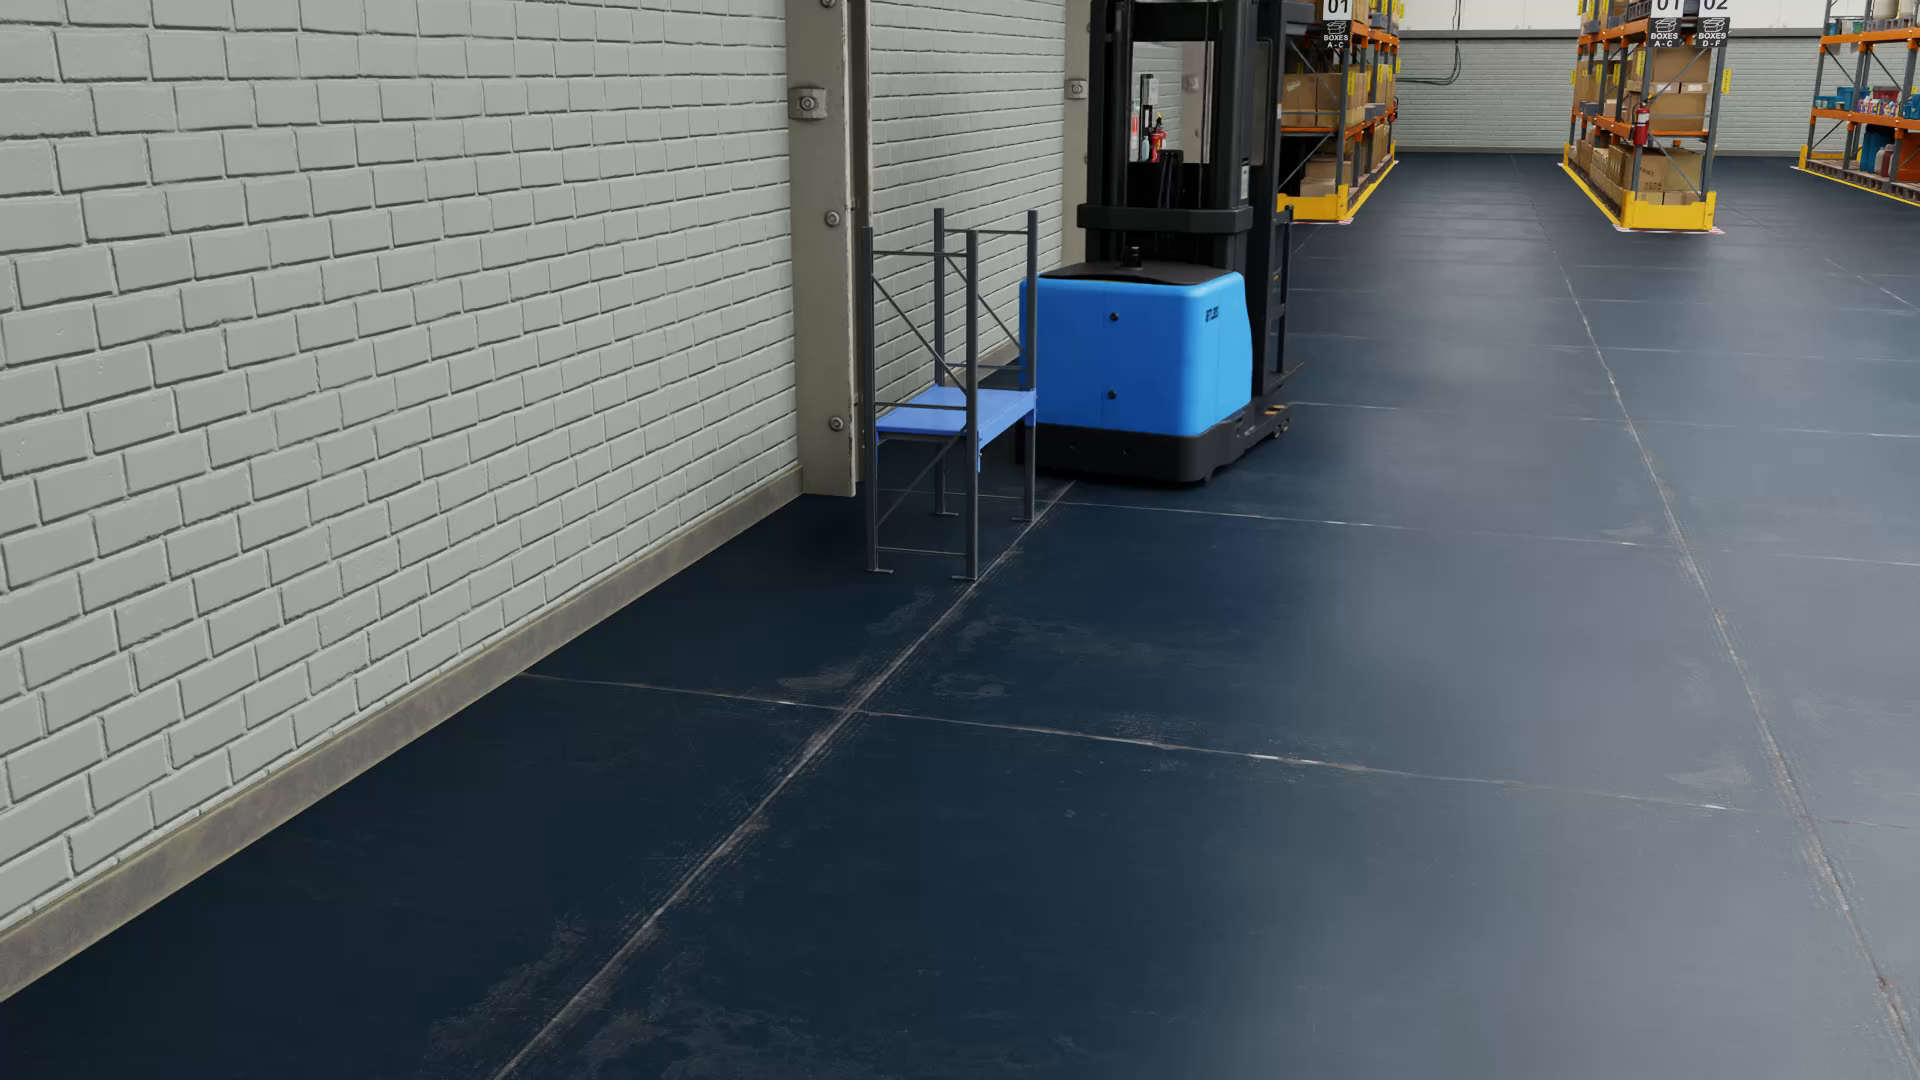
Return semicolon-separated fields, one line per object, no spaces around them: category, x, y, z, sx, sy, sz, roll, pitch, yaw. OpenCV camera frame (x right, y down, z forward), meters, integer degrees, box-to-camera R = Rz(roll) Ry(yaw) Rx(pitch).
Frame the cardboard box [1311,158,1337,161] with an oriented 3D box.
cardboard box;5.975;-5.970;27.157;0.500;0.500;0.500;3;16;12

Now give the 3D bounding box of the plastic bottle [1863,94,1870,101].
plastic bottle;17.582;-8.460;32.248;0.144;0.351;0.185;5;16;16

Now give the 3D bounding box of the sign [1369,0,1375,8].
sign;6.754;-8.888;27.223;0.100;0.325;0.005;5;16;16

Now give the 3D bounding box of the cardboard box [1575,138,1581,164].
cardboard box;13.146;-8.126;34.756;0.500;0.500;0.500;5;16;16

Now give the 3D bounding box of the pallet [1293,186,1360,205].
pallet;6.075;-5.716;27.595;1.003;0.211;1.213;5;16;16

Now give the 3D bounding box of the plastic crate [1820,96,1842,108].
plastic crate;18.568;-9.344;35.474;0.416;0.233;0.300;5;16;16

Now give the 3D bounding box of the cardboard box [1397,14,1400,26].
cardboard box;9.688;-11.784;37.705;0.500;0.250;0.500;5;17;18

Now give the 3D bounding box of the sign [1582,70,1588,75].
sign;12.733;-9.402;33.895;0.100;0.325;0.005;5;16;16

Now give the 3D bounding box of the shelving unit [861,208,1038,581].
shelving unit;-0.024;-0.699;7.546;0.538;1.500;1.048;5;16;16

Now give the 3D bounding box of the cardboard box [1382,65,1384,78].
cardboard box;8.174;-9.349;33.153;0.500;0.250;0.500;4;16;15

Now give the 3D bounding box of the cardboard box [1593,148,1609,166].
cardboard box;11.547;-6.796;29.534;0.500;0.311;0.500;4;16;14

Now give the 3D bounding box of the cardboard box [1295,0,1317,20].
cardboard box;4.971;-7.819;24.183;0.500;0.500;0.500;6;17;20

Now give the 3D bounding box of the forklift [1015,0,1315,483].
forklift;1.383;-2.067;9.744;1.130;2.935;3.031;7;17;24

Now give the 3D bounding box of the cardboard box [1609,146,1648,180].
cardboard box;10.416;-5.864;25.903;0.500;0.500;0.500;5;16;16

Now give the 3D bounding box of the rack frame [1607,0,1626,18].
rack frame;12.119;-10.786;29.364;1.000;3.000;0.127;5;16;16

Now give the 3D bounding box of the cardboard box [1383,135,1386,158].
cardboard box;9.110;-8.781;37.104;0.700;0.500;0.500;5;17;17

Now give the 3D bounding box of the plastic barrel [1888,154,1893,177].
plastic barrel;17.065;-6.803;30.108;0.421;0.512;0.421;0;16;0

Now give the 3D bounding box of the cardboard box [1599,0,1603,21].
cardboard box;13.042;-10.561;32.934;0.600;0.600;0.600;3;16;11

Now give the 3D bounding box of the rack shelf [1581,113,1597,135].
rack shelf;12.687;-8.077;32.125;1.077;0.370;4.000;5;16;16

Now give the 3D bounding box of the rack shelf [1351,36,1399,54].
rack shelf;9.074;-10.949;36.756;1.077;0.370;4.000;5;16;16

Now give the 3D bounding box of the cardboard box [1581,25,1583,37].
cardboard box;13.848;-11.119;36.311;0.500;0.250;0.500;5;16;16

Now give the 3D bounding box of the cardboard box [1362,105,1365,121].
cardboard box;6.388;-7.026;27.342;0.500;0.250;0.500;5;16;16

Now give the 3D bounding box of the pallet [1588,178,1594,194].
pallet;11.848;-6.345;29.814;1.003;0.211;1.213;5;16;16

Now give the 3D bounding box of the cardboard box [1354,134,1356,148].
cardboard box;6.992;-7.316;30.525;0.500;0.250;0.500;5;17;17

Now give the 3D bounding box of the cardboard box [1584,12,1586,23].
cardboard box;13.712;-11.228;35.780;0.500;0.250;0.500;5;16;16

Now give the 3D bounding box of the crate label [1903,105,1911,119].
crate label;16.388;-7.353;28.561;0.303;0.233;0.416;5;16;16

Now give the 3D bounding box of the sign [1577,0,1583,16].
sign;13.872;-11.898;37.181;0.100;0.325;0.005;5;16;16

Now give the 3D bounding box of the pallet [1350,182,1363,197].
pallet;6.452;-6.098;28.943;1.003;0.211;1.213;5;16;16

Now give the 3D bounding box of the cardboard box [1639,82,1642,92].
cardboard box;10.138;-6.620;24.300;0.380;0.149;0.250;5;17;17

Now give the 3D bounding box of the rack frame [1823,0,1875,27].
rack frame;19.141;-12.493;35.385;1.000;3.000;0.127;5;16;16

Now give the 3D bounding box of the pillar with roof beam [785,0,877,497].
pillar with roof beam;3.477;-4.283;6.438;9.100;9.000;0.400;5;16;16

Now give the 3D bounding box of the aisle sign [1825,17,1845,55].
aisle sign;18.876;-10.900;35.997;0.394;0.787;0.004;5;16;16

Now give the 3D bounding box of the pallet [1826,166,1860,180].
pallet;18.176;-7.415;33.584;1.003;0.211;1.213;5;16;16

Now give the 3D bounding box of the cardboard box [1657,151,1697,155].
cardboard box;10.481;-5.432;24.379;0.500;0.500;0.500;5;16;16

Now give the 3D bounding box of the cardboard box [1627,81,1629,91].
cardboard box;10.720;-7.158;26.196;0.380;0.149;0.250;5;16;16

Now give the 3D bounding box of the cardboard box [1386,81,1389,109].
cardboard box;8.675;-9.614;35.678;0.980;0.700;0.700;5;17;17

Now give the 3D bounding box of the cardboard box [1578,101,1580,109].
cardboard box;13.441;-9.414;35.340;0.500;0.500;0.500;5;17;17

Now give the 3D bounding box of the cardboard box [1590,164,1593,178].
cardboard box;11.689;-6.664;30.098;0.500;0.250;0.500;5;16;16

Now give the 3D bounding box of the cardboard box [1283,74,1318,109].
cardboard box;5.025;-6.628;24.563;0.500;0.500;0.500;4;16;15

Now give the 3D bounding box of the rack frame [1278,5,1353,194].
rack frame;5.095;-6.190;24.154;1.000;3.000;0.127;5;16;16

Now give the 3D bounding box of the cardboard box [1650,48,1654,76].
cardboard box;10.150;-6.752;23.575;0.700;0.500;0.500;4;16;14

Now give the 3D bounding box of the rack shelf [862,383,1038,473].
rack shelf;-0.024;-0.526;7.595;0.538;0.185;1.000;5;16;16

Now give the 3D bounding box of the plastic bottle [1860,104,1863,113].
plastic bottle;17.437;-8.336;32.085;0.097;0.201;0.097;0;16;0

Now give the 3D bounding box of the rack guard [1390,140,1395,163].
rack guard;9.649;-9.179;39.276;1.175;0.500;0.348;5;16;16

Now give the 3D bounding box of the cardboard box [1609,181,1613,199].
cardboard box;10.266;-5.373;25.546;0.500;0.250;0.500;5;16;16

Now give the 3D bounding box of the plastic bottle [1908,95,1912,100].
plastic bottle;18.056;-8.271;31.584;0.144;0.351;0.185;5;16;16

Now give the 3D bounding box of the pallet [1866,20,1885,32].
pallet;17.875;-9.700;31.381;1.213;0.211;1.003;5;16;16

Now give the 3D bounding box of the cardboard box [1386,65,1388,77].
cardboard box;8.618;-9.749;34.563;0.500;0.250;0.500;5;17;17

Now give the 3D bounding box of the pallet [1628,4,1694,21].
pallet;10.765;-8.028;25.302;1.003;0.211;1.213;5;16;16

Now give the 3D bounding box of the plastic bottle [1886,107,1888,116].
plastic bottle;16.827;-7.774;30.105;0.097;0.201;0.097;0;16;0

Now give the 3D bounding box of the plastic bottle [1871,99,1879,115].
plastic bottle;17.178;-8.107;31.140;0.152;0.276;0.135;5;16;16

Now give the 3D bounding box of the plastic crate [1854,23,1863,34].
plastic crate;17.834;-10.036;32.607;0.450;0.188;0.662;5;16;16

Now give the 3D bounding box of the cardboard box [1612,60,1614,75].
cardboard box;13.806;-9.711;34.556;0.500;0.500;0.500;4;16;14

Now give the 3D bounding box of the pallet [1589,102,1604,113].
pallet;12.667;-8.316;32.004;1.003;0.211;1.213;5;16;16

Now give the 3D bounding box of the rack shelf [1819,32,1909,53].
rack shelf;18.572;-10.181;34.048;1.077;0.370;4.000;5;16;16
